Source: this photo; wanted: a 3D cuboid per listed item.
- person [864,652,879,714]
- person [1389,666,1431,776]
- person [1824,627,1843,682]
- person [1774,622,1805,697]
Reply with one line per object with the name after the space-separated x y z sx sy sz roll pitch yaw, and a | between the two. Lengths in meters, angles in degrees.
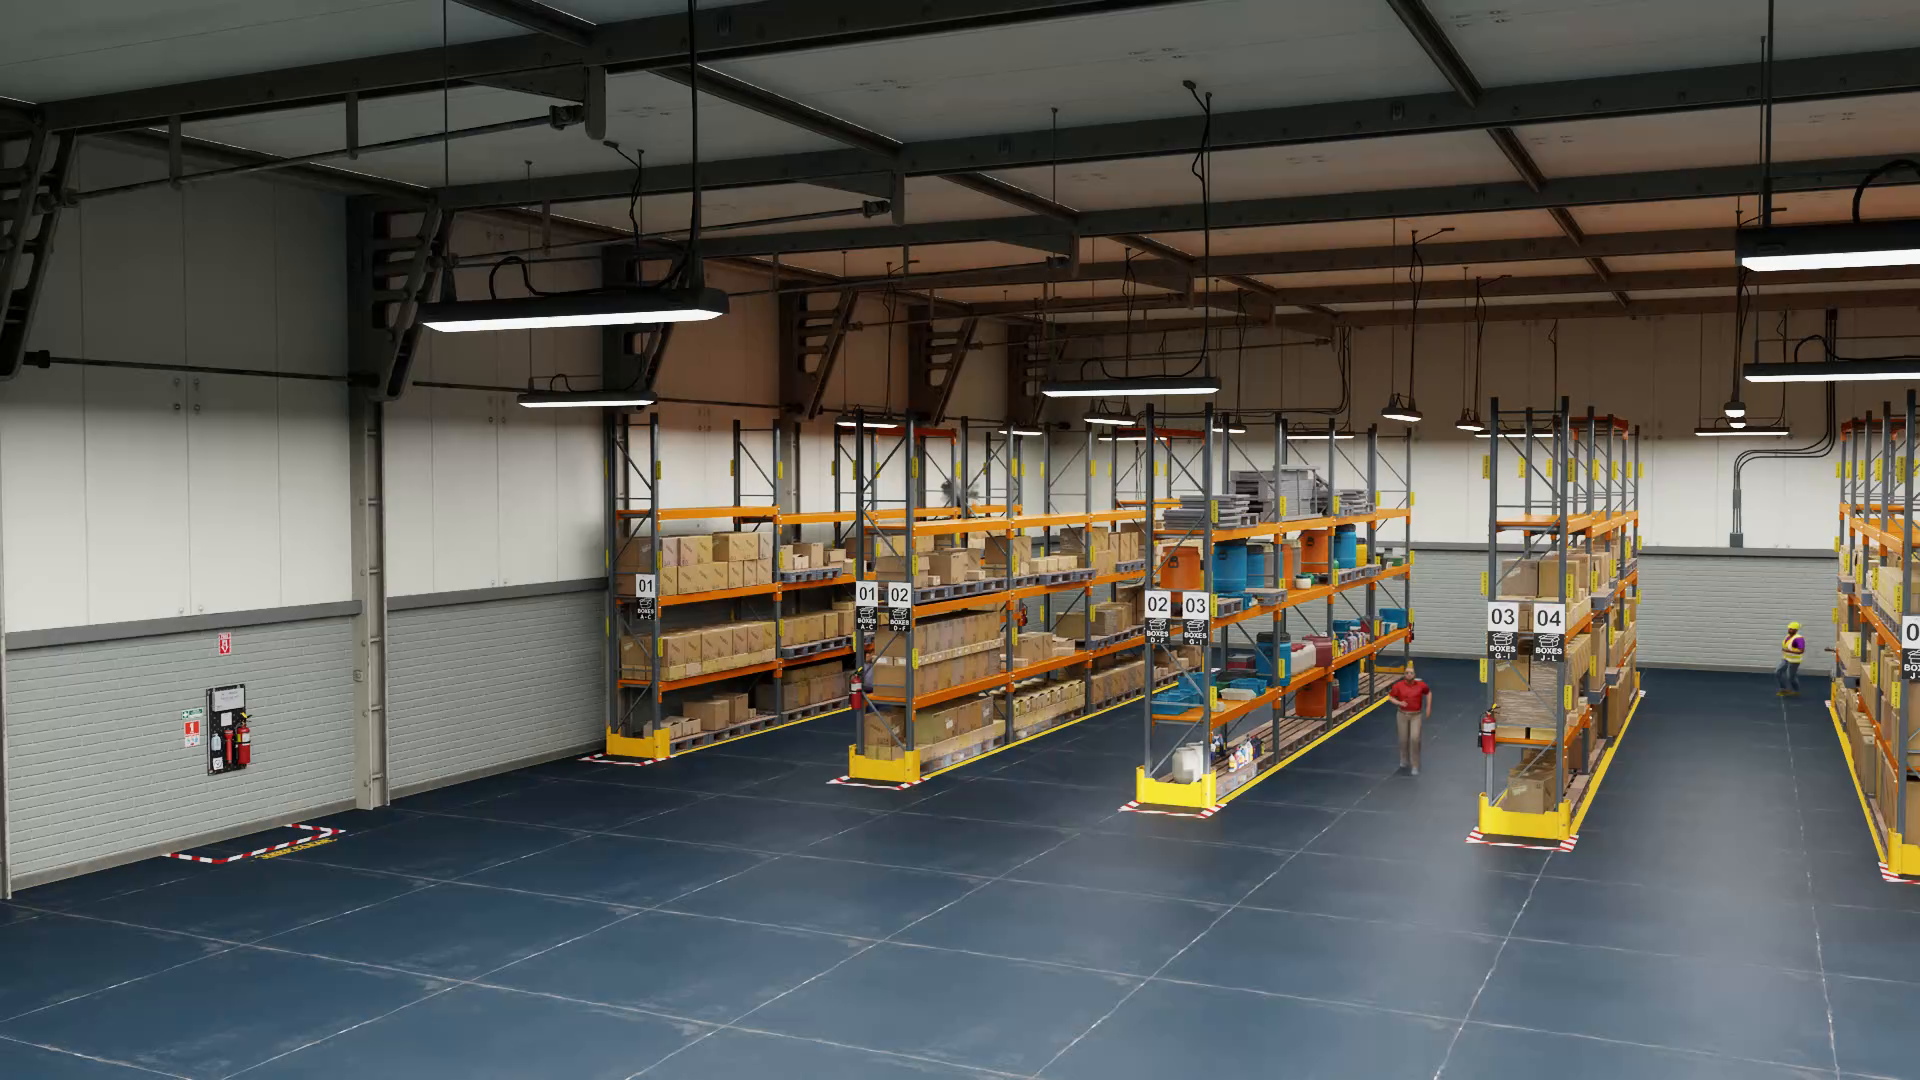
-1.629 2.895 30.846 0.615 1.655 0.914 1 3 19 | person
7.467 2.991 27.607 0.678 1.805 0.795 1 2 16 | person
19.212 2.655 36.148 0.767 1.708 0.604 0 2 7 | person
18.262 2.652 36.425 0.651 1.749 0.829 0 2 -7 | person
